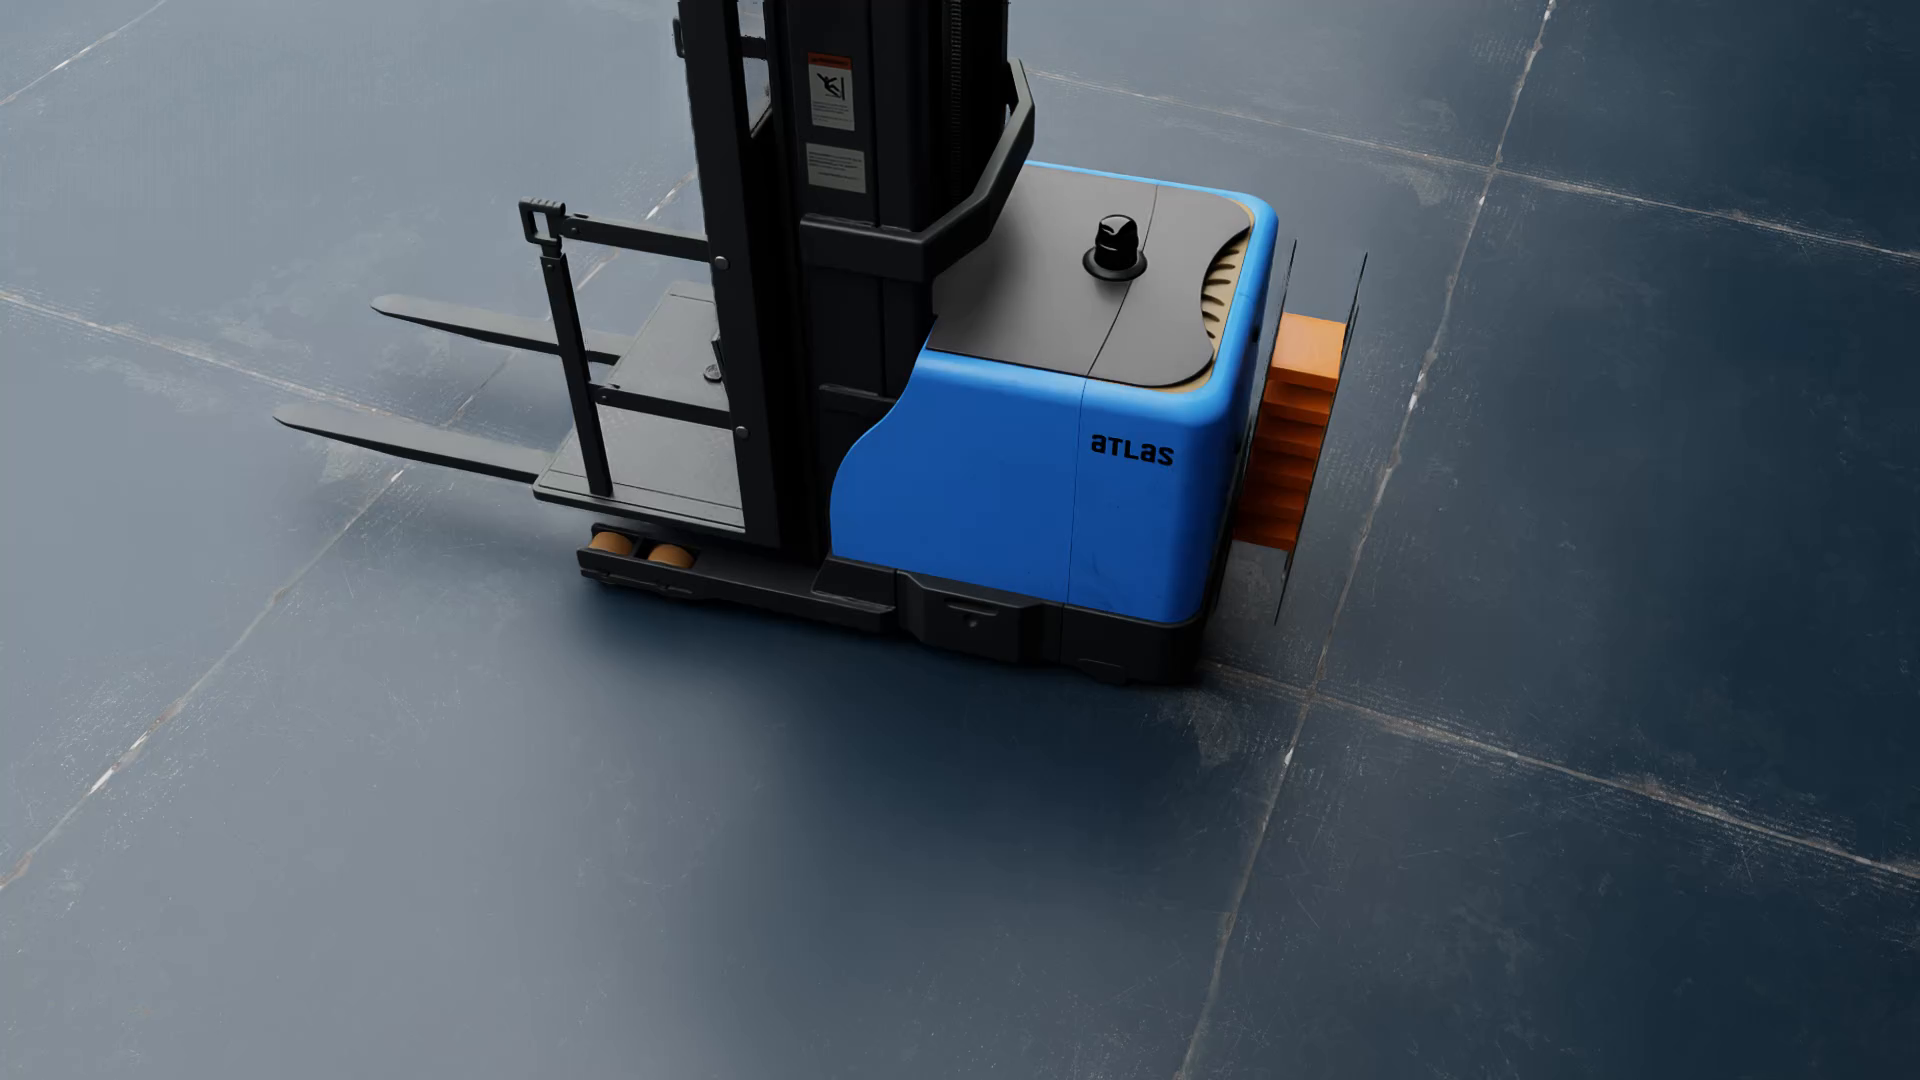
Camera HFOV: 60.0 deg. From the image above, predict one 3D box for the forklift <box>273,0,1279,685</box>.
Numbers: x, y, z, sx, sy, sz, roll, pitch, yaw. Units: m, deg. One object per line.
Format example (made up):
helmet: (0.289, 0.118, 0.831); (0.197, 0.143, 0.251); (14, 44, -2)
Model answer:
forklift: (-0.660, -1.209, 4.387); (3.031, 2.935, 1.130); (11, 46, 11)

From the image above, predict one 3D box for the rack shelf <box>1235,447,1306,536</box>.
rack shelf: (0.904, -0.150, 4.778); (0.180, 0.103, 0.258); (12, 46, 9)

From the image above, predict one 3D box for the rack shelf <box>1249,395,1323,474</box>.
rack shelf: (0.914, -0.318, 4.607); (0.180, 0.103, 0.258); (12, 46, 9)

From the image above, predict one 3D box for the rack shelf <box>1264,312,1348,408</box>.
rack shelf: (0.924, -0.486, 4.436); (0.180, 0.103, 0.258); (12, 46, 9)

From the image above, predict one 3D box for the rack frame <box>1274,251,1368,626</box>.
rack frame: (0.999, -0.246, 4.647); (0.006, 1.200, 0.240); (12, 46, 9)

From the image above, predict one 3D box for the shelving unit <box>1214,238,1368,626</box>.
shelving unit: (0.911, -0.265, 4.661); (0.189, 1.200, 0.258); (12, 46, 9)

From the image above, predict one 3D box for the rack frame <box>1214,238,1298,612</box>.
rack frame: (0.823, -0.284, 4.675); (0.006, 1.200, 0.240); (12, 46, 9)

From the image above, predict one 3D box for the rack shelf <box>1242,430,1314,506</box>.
rack shelf: (0.909, -0.234, 4.692); (0.180, 0.103, 0.258); (12, 46, 9)

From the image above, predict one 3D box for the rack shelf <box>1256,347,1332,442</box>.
rack shelf: (0.919, -0.402, 4.522); (0.180, 0.103, 0.258); (12, 46, 9)

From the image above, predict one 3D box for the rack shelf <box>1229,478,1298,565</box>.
rack shelf: (0.900, -0.066, 4.863); (0.180, 0.103, 0.258); (12, 46, 9)
